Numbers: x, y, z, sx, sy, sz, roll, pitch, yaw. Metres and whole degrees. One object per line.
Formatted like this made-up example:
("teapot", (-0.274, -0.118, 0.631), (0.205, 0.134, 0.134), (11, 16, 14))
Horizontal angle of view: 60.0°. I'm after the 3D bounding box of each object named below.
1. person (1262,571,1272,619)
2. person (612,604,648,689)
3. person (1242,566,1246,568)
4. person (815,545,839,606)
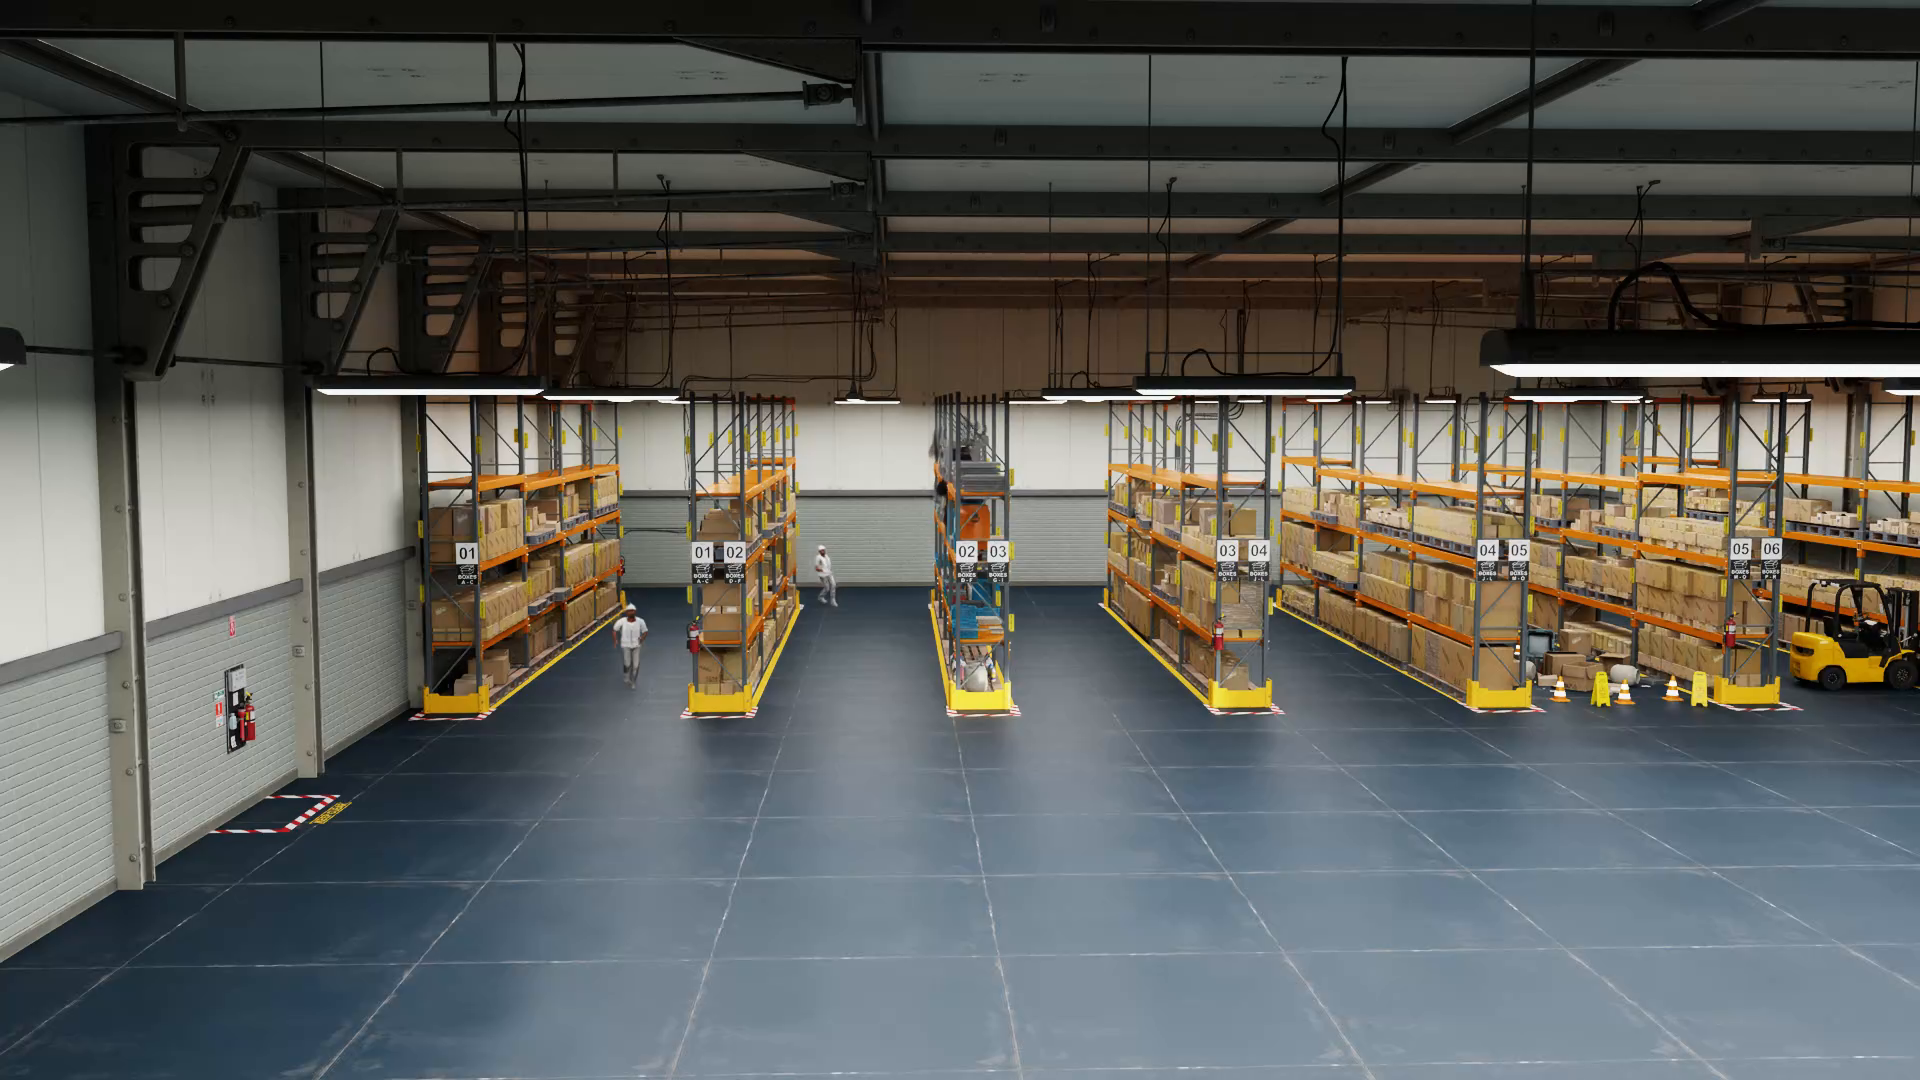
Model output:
("person", (8.085, 1.334, 44.592), (0.575, 1.641, 0.655), (1, 5, 7))
("person", (-6.660, 2.164, 33.682), (0.705, 1.722, 0.578), (-1, 5, -17))
("person", (7.909, 1.042, 47.905), (0.751, 1.702, 0.796), (2, 5, 28))
("person", (-3.900, 1.025, 47.825), (0.770, 1.755, 0.690), (3, 5, 33))
